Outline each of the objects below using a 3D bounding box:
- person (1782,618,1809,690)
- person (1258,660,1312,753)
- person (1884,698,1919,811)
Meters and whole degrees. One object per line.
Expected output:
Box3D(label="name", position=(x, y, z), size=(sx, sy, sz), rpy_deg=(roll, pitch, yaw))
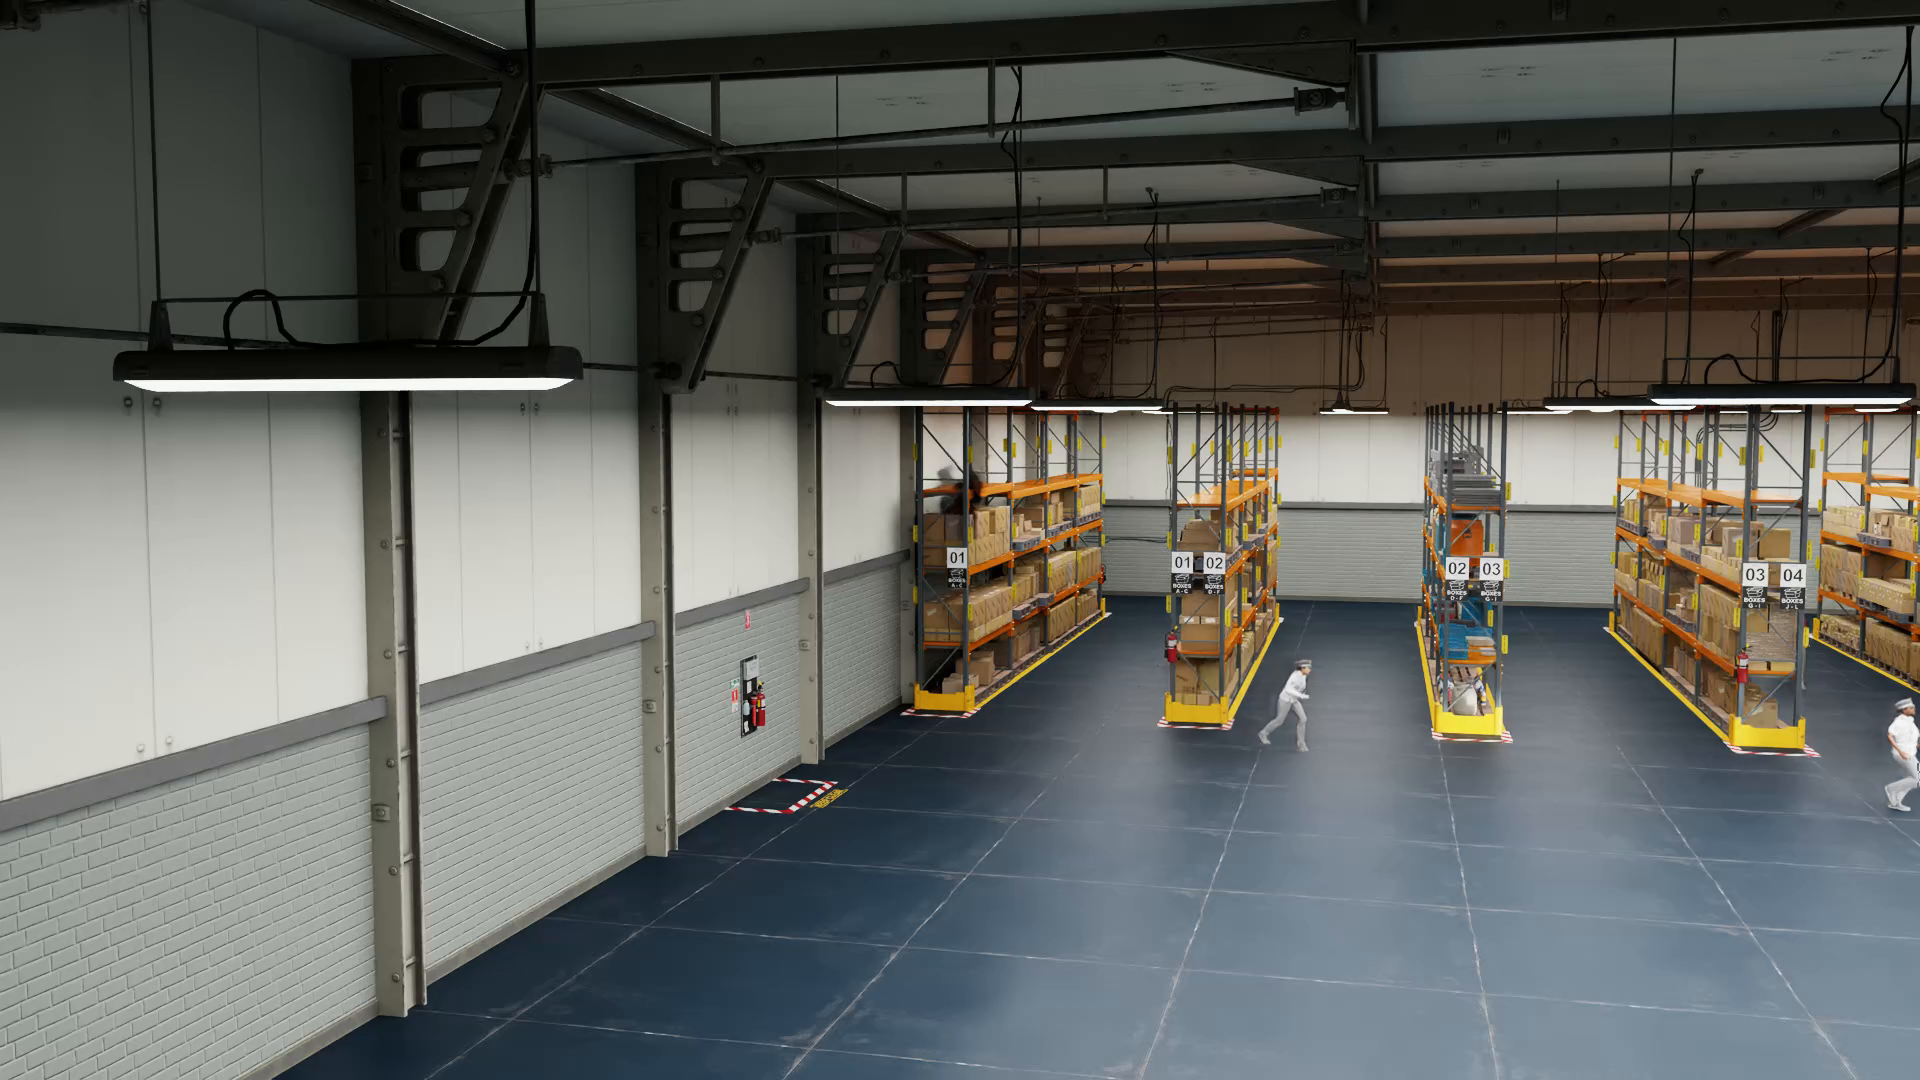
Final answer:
Box3D(label="person", position=(17.669, 2.259, 35.234), size=(0.629, 1.726, 0.954), rpy_deg=(0, 4, 5))
Box3D(label="person", position=(5.610, 2.835, 28.665), size=(0.963, 1.626, 0.656), rpy_deg=(3, 5, 34))
Box3D(label="person", position=(13.770, 3.115, 24.141), size=(0.549, 1.653, 0.567), rpy_deg=(3, 5, 38))
